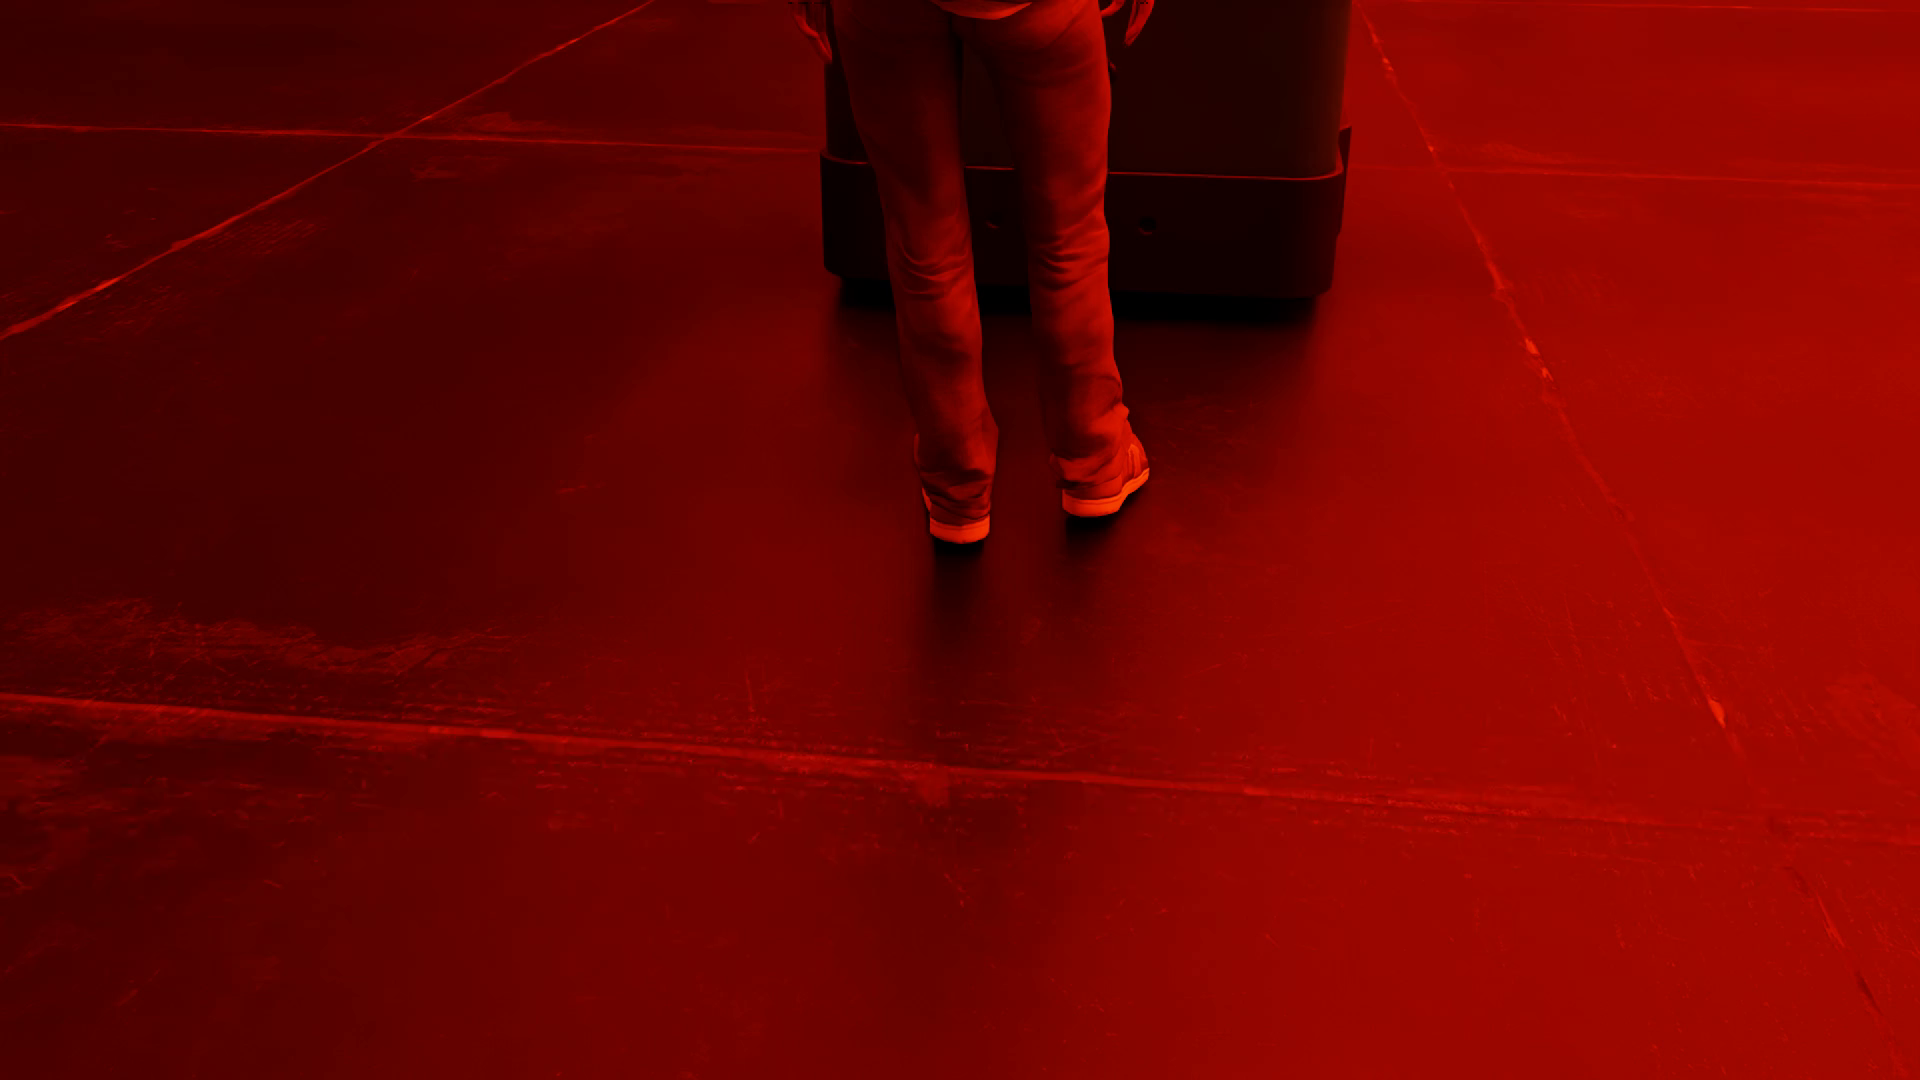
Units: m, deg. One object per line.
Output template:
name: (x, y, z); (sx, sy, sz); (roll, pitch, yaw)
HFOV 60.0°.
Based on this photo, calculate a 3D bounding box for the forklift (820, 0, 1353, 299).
forklift: (0.444, -2.421, 4.070); (1.130, 2.935, 3.031); (4, 27, 8)

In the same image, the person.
person: (0.023, -0.753, 2.205); (0.521, 1.599, 0.473); (3, 27, 7)
